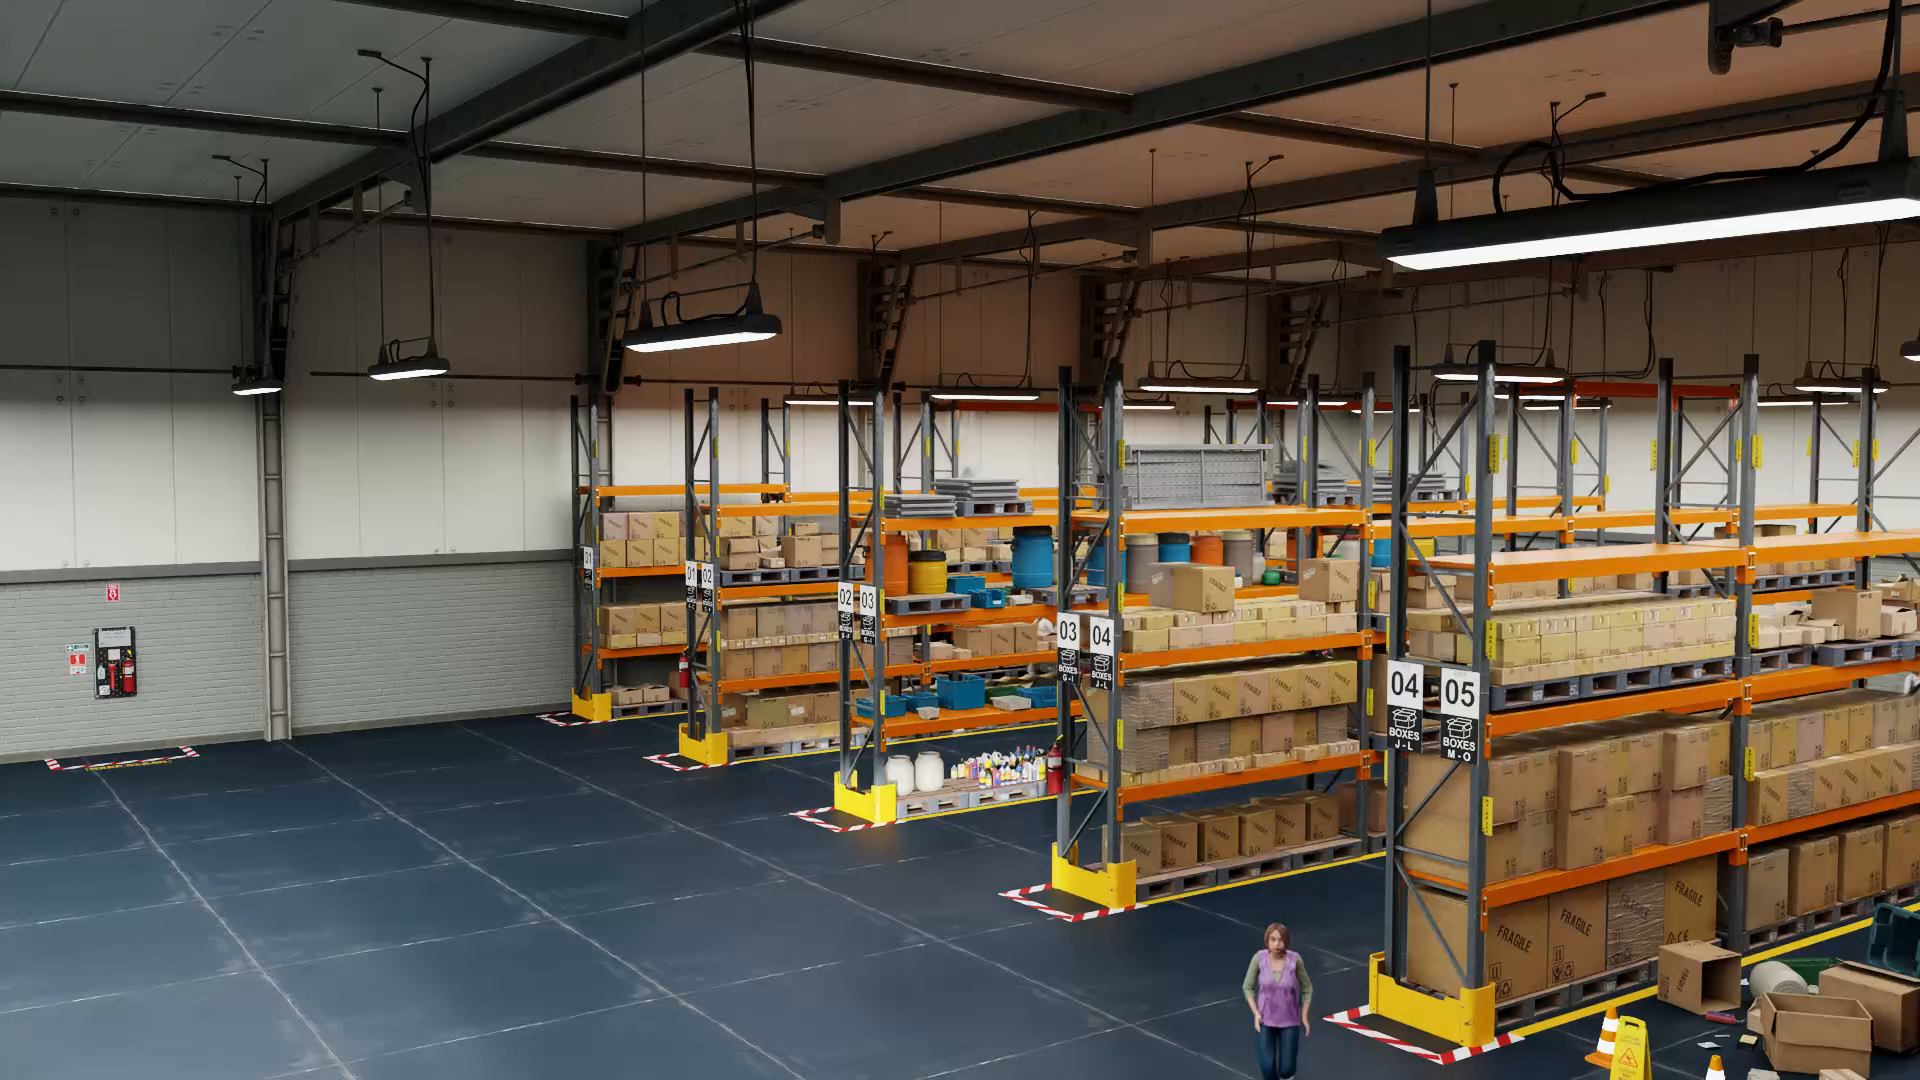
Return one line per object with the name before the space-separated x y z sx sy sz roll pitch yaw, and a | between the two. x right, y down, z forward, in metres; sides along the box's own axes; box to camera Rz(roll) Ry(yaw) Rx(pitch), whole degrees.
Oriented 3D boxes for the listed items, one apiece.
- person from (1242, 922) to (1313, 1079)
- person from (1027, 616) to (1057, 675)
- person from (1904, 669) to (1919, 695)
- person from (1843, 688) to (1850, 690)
person | 2.401 3.642 12.608 0.519 1.552 0.577 1 4 12
person | 1.644 2.281 33.657 1.046 1.716 0.708 -3 5 -42
person | 15.776 2.739 27.304 0.572 1.561 0.578 0 3 3
person | 12.201 2.925 22.867 0.786 1.789 0.672 -3 4 -37
